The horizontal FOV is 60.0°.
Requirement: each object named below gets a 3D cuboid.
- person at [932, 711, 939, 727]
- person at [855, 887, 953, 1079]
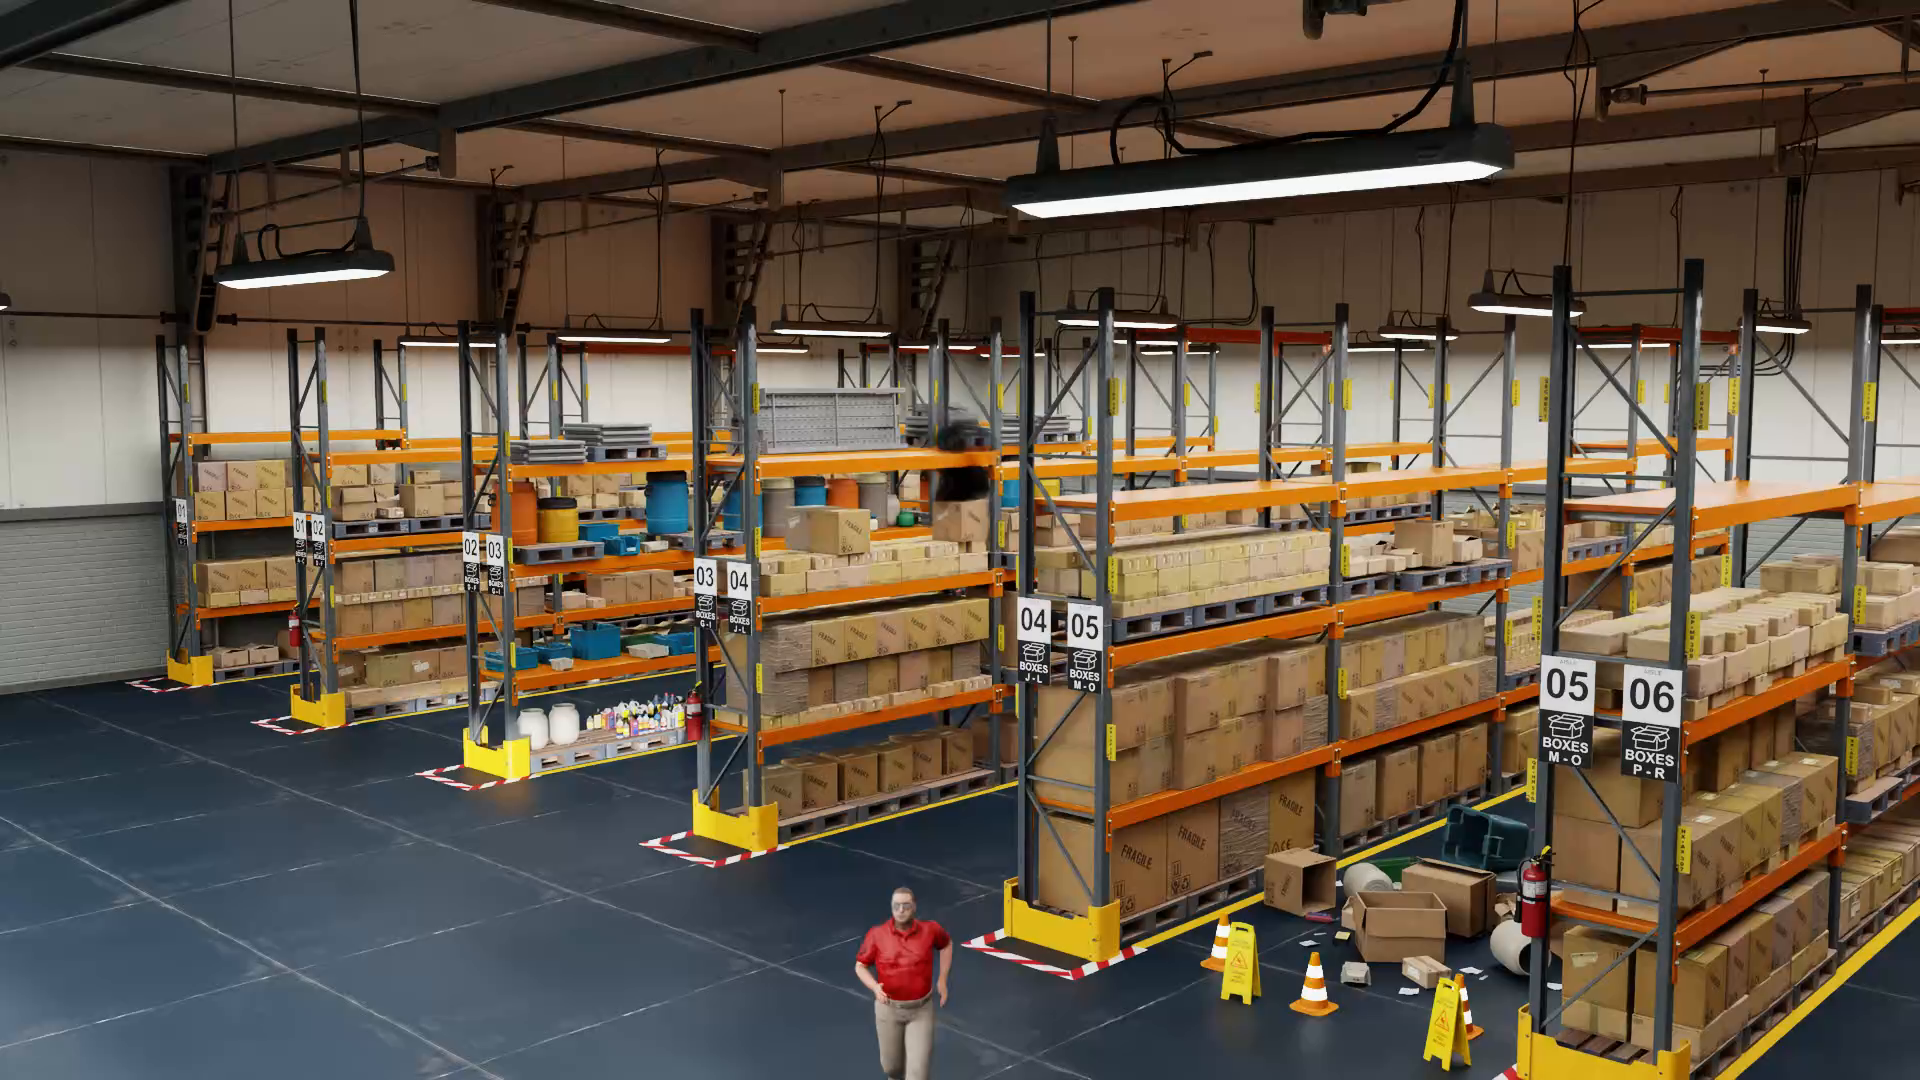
[{"bbox_3d":[-0.354,2.055,24.329,0.562,1.656,0.595,3,6,33],"label":"person"},{"bbox_3d":[-0.381,3.241,11.421,0.674,1.740,0.981,0,5,-1],"label":"person"}]
